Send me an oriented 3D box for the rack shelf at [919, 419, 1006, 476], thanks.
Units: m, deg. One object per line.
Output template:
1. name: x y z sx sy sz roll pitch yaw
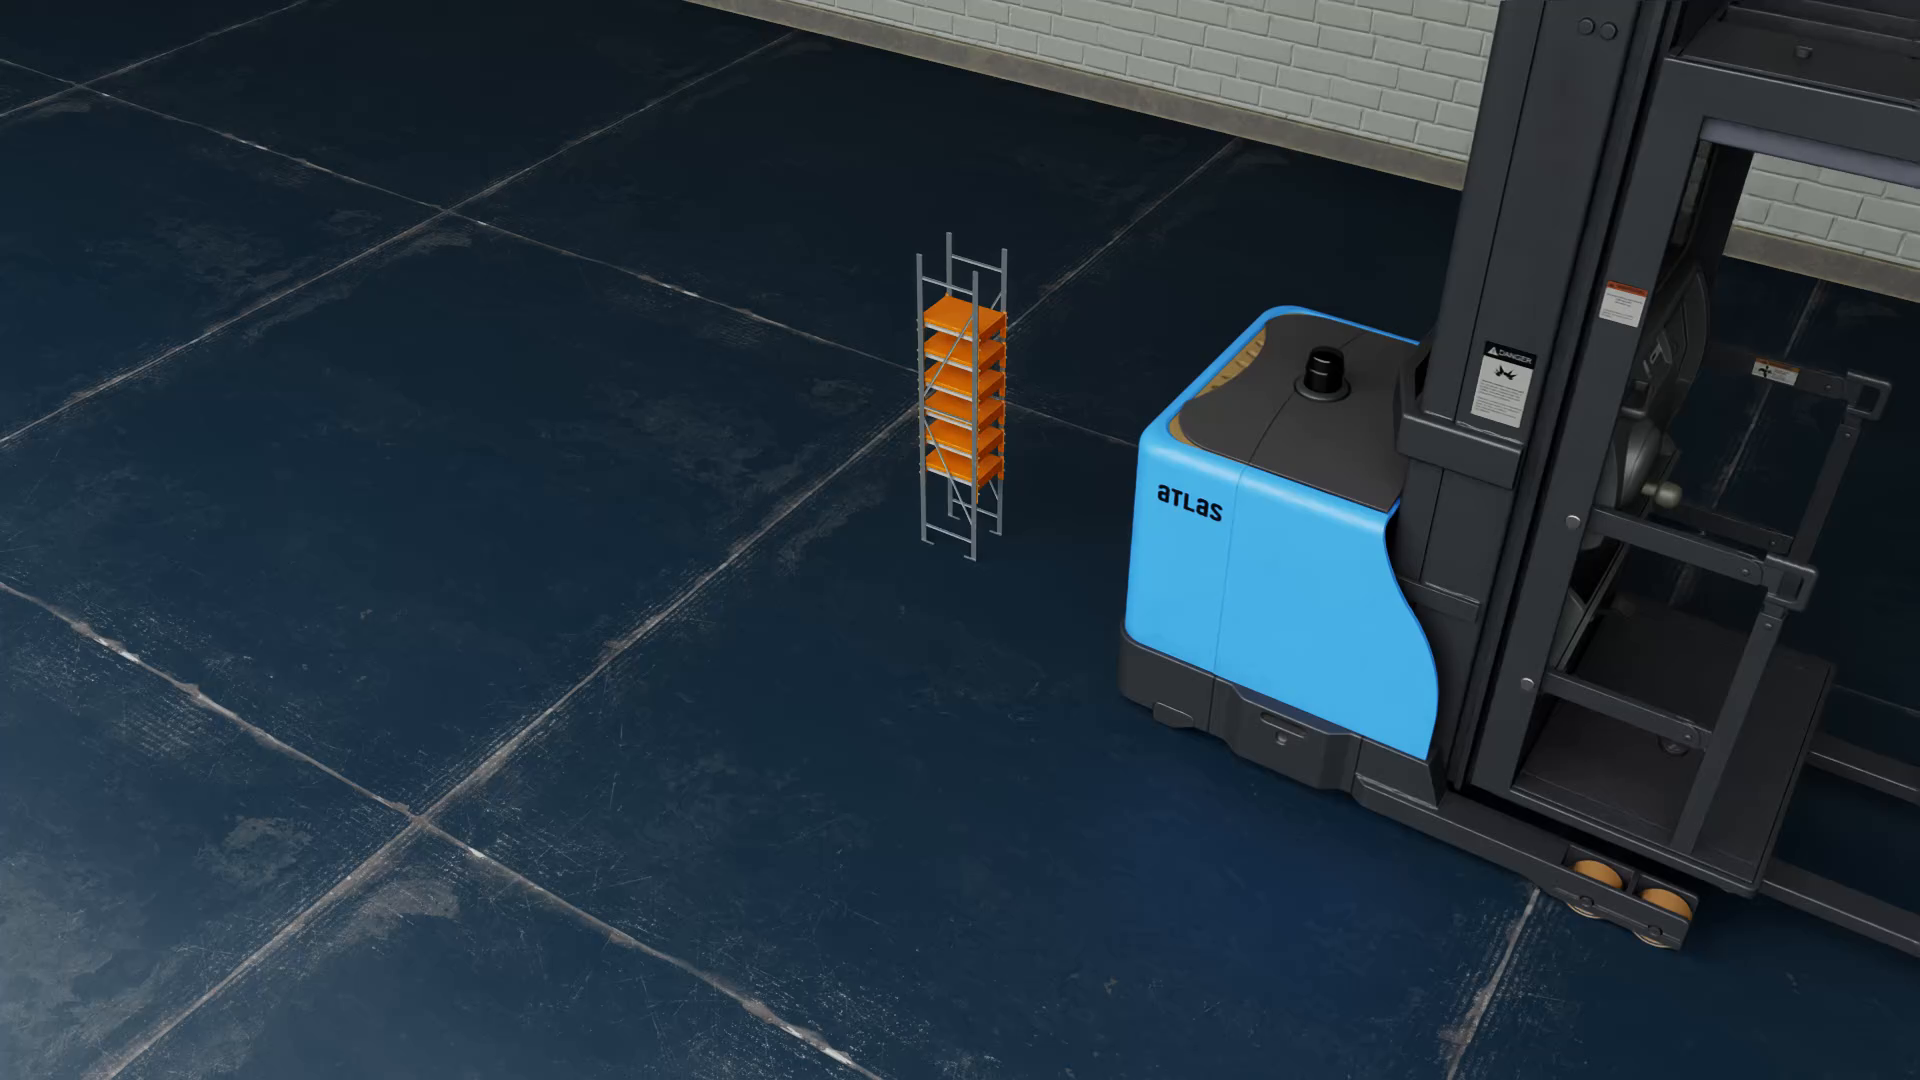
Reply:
1. rack shelf: 0.008 -0.352 5.994 0.258 0.103 0.180 21 42 25

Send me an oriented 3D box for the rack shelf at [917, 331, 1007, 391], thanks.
1. rack shelf: 0.008 -0.638 5.774 0.258 0.103 0.180 21 42 25

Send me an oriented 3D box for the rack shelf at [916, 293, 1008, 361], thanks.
1. rack shelf: 0.008 -0.733 5.701 0.258 0.103 0.180 21 42 25

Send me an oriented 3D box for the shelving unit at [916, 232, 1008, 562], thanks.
1. shelving unit: 0.008 -0.483 5.893 0.258 1.200 0.189 21 42 25

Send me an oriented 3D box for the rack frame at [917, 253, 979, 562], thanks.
1. rack frame: -0.041 -0.435 5.832 0.240 1.200 0.006 21 42 25

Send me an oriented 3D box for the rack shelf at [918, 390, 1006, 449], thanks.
1. rack shelf: 0.008 -0.447 5.920 0.258 0.103 0.180 21 42 25

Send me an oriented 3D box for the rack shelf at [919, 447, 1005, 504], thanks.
1. rack shelf: 0.008 -0.257 6.067 0.258 0.103 0.180 21 42 25

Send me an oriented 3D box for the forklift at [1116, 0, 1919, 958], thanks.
1. forklift: 2.030 -0.373 4.333 3.031 2.935 1.130 22 43 26

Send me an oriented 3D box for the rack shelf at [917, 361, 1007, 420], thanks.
1. rack shelf: 0.008 -0.542 5.847 0.258 0.103 0.180 21 42 25

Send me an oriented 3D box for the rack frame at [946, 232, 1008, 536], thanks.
1. rack frame: 0.057 -0.530 5.955 0.240 1.200 0.006 21 42 25
